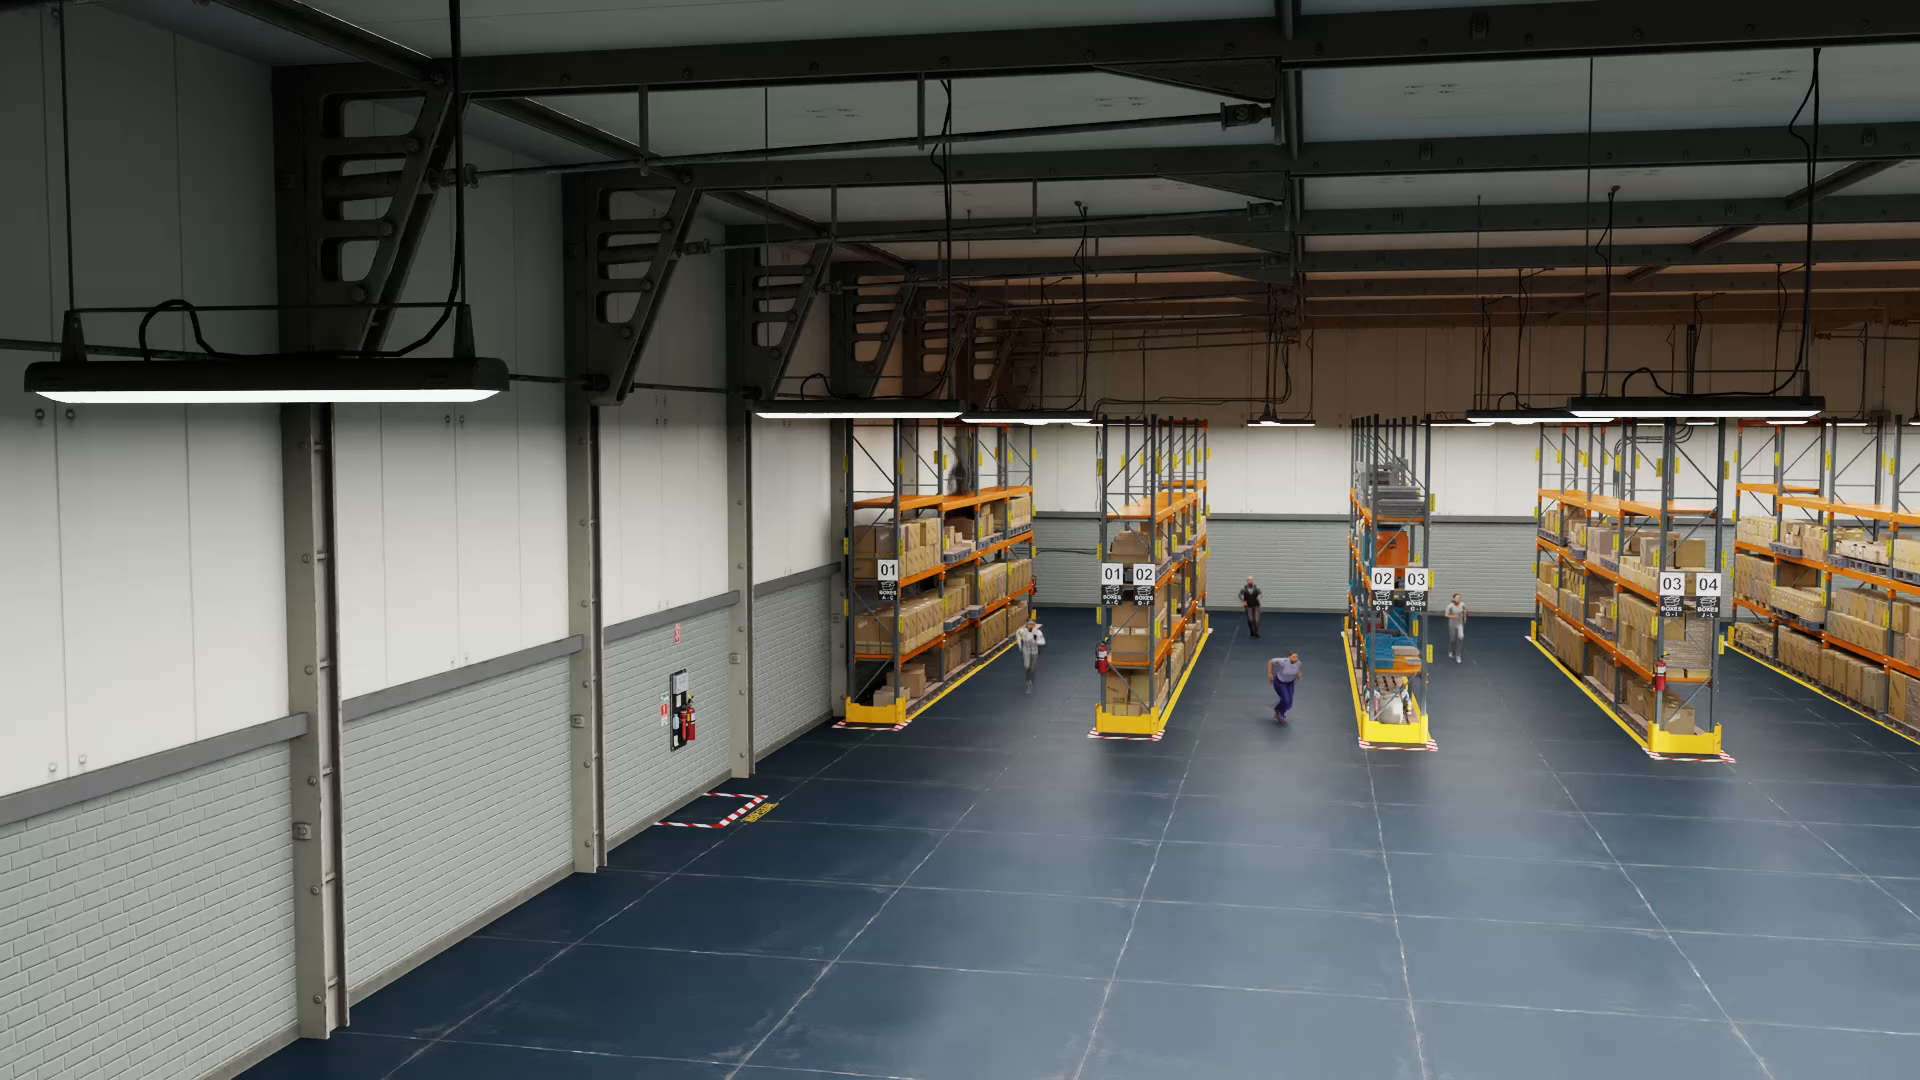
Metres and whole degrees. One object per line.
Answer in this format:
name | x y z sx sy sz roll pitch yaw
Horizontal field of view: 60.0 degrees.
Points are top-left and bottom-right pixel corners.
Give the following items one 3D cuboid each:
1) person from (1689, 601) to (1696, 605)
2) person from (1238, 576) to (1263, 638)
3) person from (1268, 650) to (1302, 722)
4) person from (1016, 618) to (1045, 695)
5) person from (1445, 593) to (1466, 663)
person | 19.042 2.035 43.174 0.542 1.615 0.794 1 4 15
person | 7.992 1.846 45.621 0.665 1.695 0.649 0 4 2
person | 6.284 2.866 32.219 0.637 1.422 0.864 -1 4 -20
person | 1.533 2.498 36.103 0.606 1.678 0.907 0 4 -2
person | 12.260 2.172 41.174 0.588 1.673 0.885 0 4 -1
